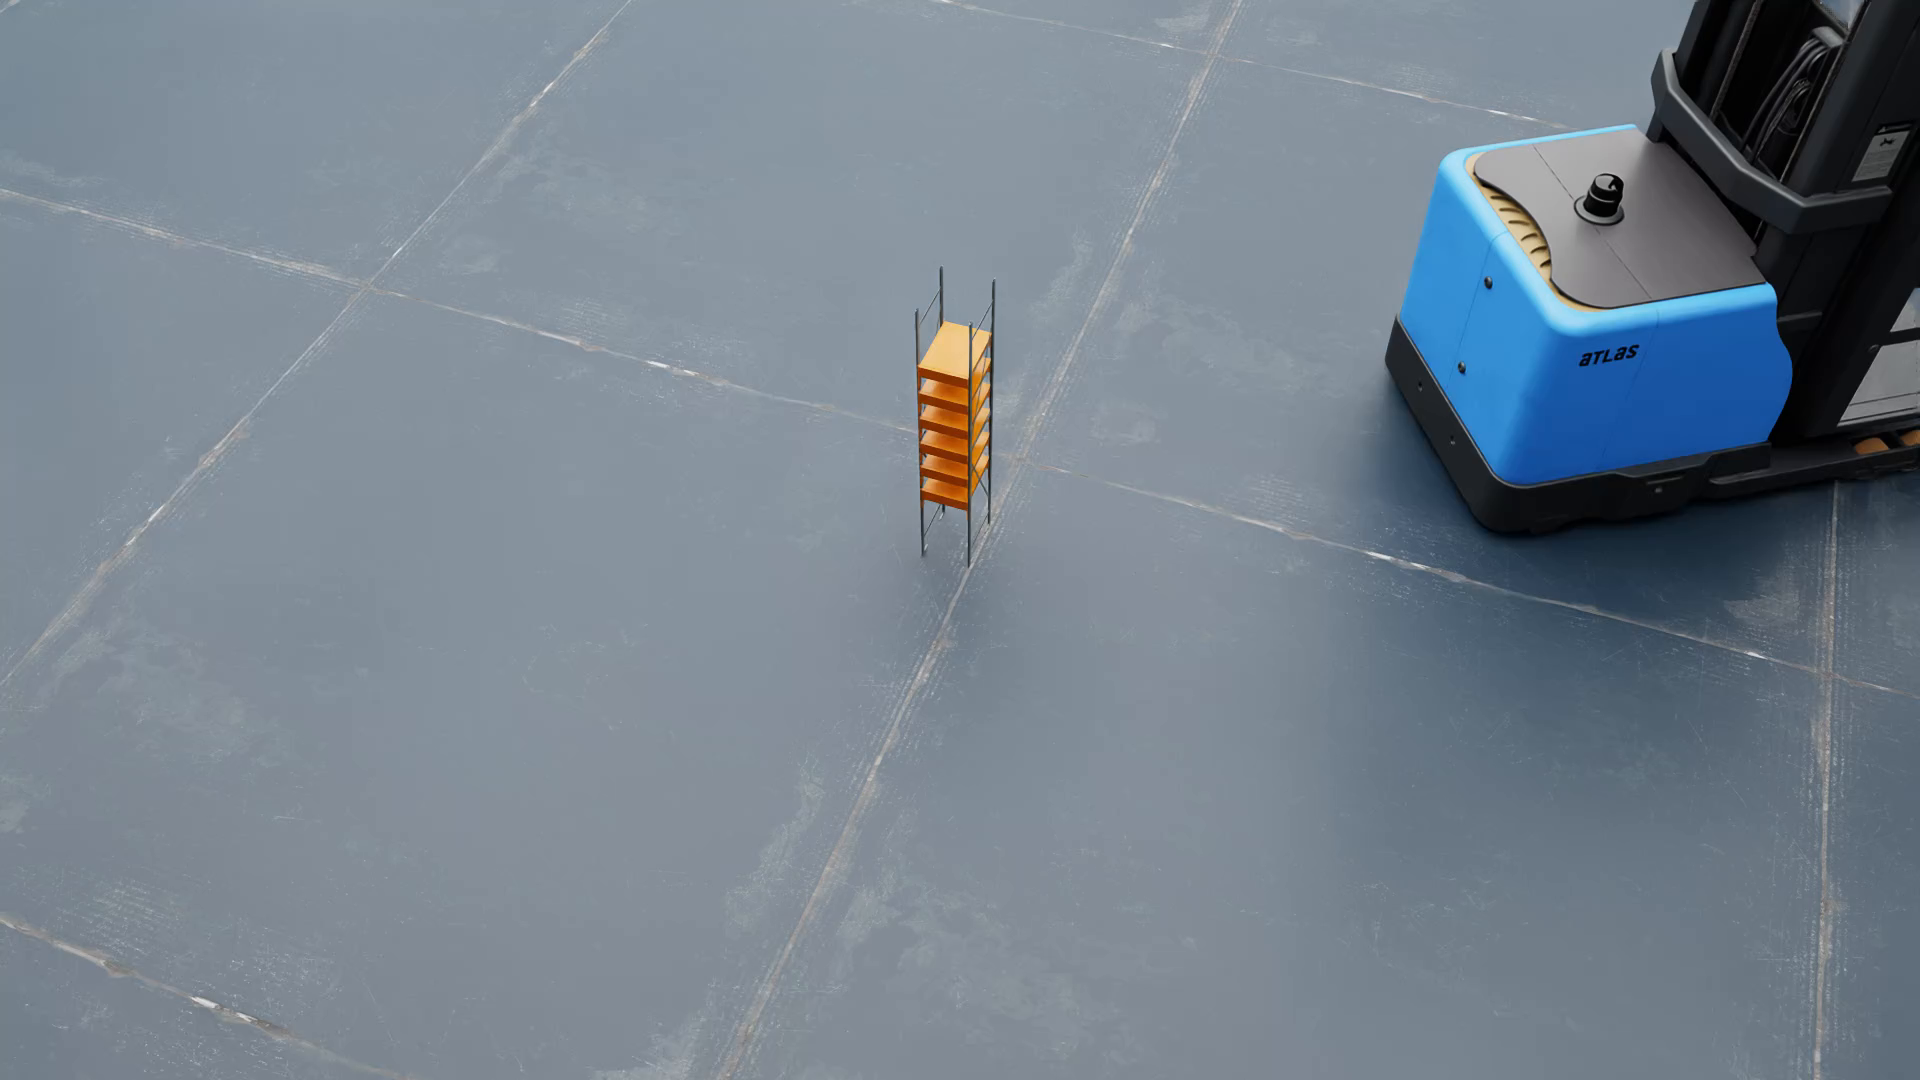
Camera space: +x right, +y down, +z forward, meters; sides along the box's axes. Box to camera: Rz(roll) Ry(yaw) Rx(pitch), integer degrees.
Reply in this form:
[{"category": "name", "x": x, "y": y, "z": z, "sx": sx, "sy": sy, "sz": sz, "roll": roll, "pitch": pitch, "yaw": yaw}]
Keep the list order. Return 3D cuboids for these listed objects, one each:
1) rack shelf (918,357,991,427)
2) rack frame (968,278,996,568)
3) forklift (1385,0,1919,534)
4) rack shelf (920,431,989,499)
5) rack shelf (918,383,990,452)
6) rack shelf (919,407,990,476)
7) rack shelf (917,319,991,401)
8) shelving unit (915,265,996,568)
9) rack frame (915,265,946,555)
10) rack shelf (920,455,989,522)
[{"category": "rack shelf", "x": -0.014, "y": -0.525, "z": 5.652, "sx": 0.180, "sy": 0.103, "sz": 0.258, "roll": 16, "pitch": 51, "yaw": 13}, {"category": "rack frame", "x": 0.072, "y": -0.373, "z": 5.779, "sx": 0.006, "sy": 1.200, "sz": 0.240, "roll": 16, "pitch": 51, "yaw": 13}, {"category": "forklift", "x": 3.307, "y": -1.575, "z": 5.676, "sx": 3.031, "sy": 2.935, "sz": 1.130, "roll": -10, "pitch": 50, "yaw": -9}, {"category": "rack shelf", "x": -0.014, "y": -0.289, "z": 5.924, "sx": 0.180, "sy": 0.103, "sz": 0.258, "roll": 16, "pitch": 51, "yaw": 13}, {"category": "rack shelf", "x": -0.014, "y": -0.446, "z": 5.743, "sx": 0.180, "sy": 0.103, "sz": 0.258, "roll": 16, "pitch": 51, "yaw": 13}, {"category": "rack shelf", "x": -0.014, "y": -0.368, "z": 5.833, "sx": 0.180, "sy": 0.103, "sz": 0.258, "roll": 16, "pitch": 51, "yaw": 13}, {"category": "rack shelf", "x": -0.014, "y": -0.603, "z": 5.561, "sx": 0.180, "sy": 0.103, "sz": 0.258, "roll": 16, "pitch": 51, "yaw": 13}, {"category": "shelving unit", "x": -0.014, "y": -0.397, "z": 5.800, "sx": 0.189, "sy": 1.200, "sz": 0.258, "roll": 16, "pitch": 51, "yaw": 13}, {"category": "rack frame", "x": -0.099, "y": -0.421, "z": 5.821, "sx": 0.006, "sy": 1.200, "sz": 0.240, "roll": 16, "pitch": 51, "yaw": 13}, {"category": "rack shelf", "x": -0.014, "y": -0.210, "z": 6.015, "sx": 0.180, "sy": 0.103, "sz": 0.258, "roll": 16, "pitch": 51, "yaw": 13}]
